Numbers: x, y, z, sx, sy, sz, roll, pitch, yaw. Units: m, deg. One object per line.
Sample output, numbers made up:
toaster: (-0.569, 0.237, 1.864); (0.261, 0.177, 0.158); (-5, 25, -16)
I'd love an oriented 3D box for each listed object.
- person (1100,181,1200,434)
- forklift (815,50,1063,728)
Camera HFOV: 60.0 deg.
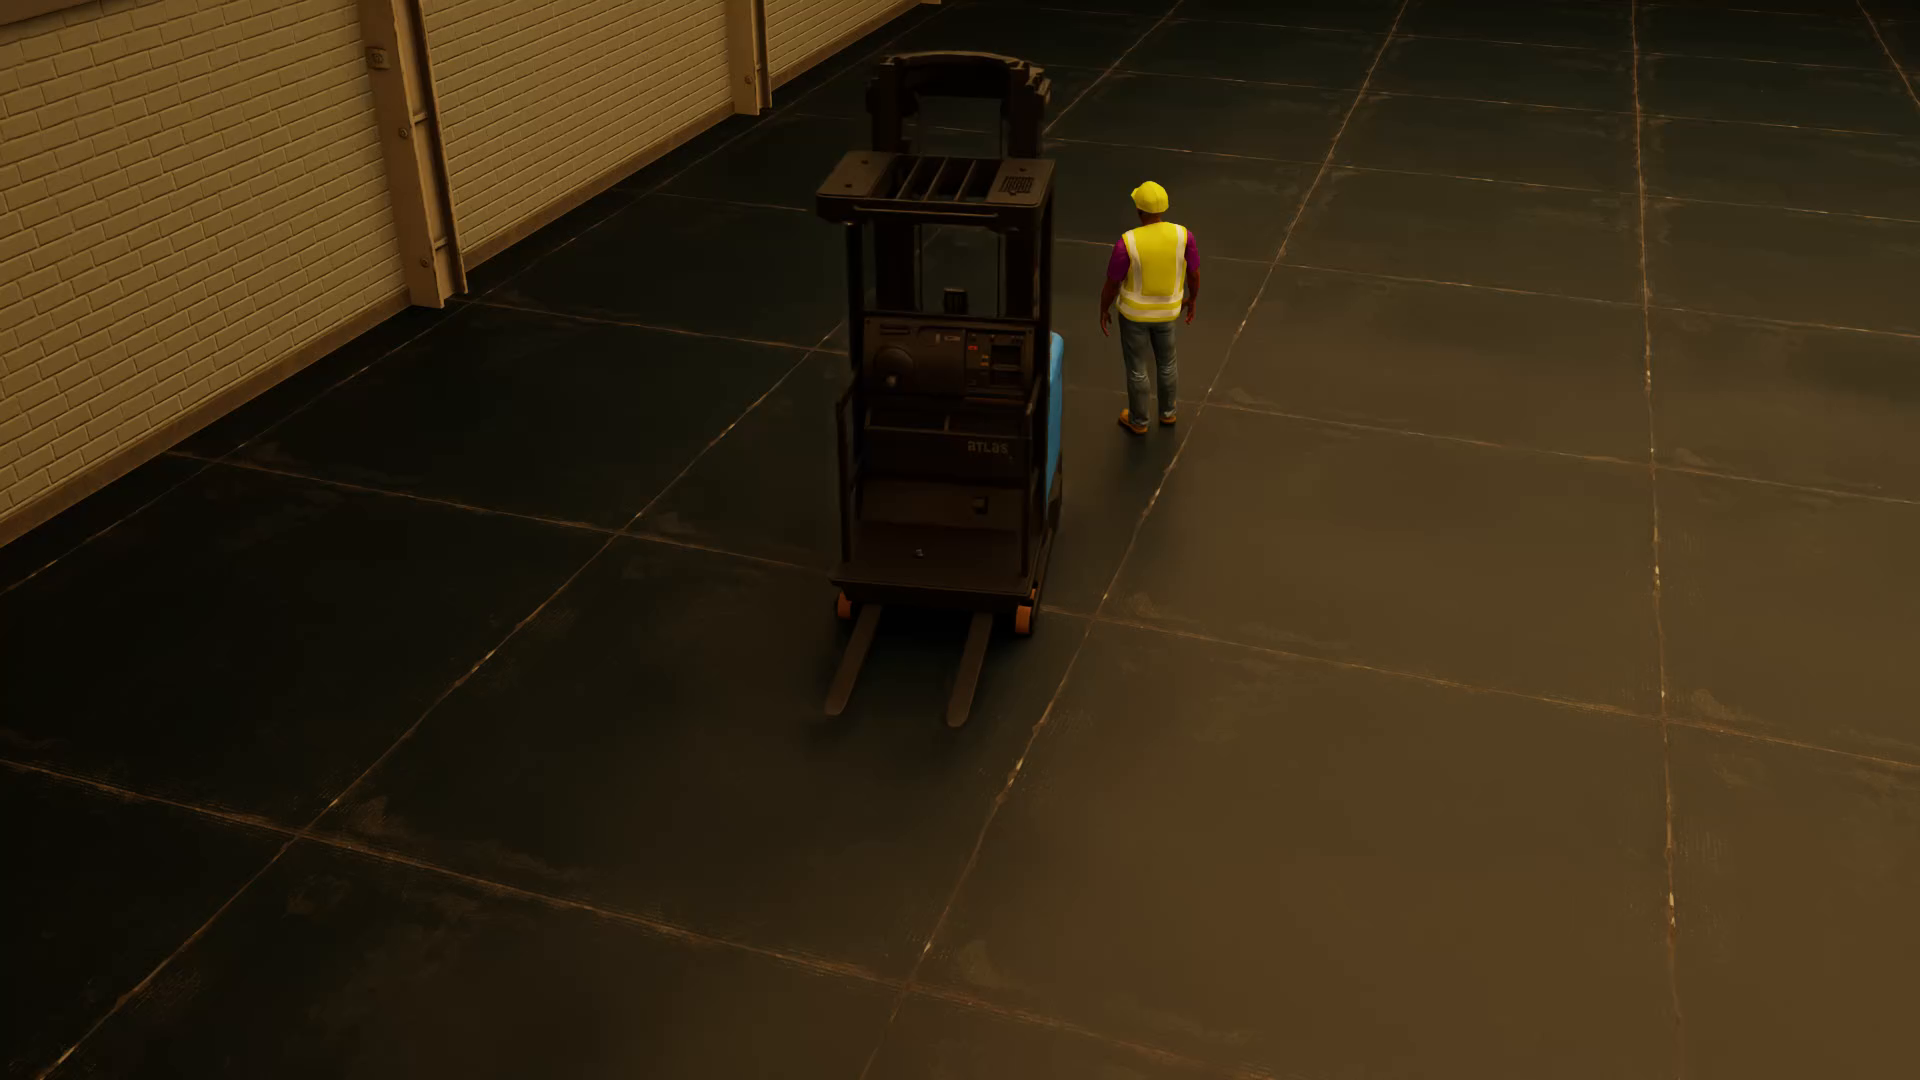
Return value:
person: (1.232, -1.552, 11.020); (0.667, 1.766, 0.575); (-5, 30, -9)
forklift: (-0.095, -0.939, 8.783); (1.130, 2.935, 3.031); (4, 30, 8)
